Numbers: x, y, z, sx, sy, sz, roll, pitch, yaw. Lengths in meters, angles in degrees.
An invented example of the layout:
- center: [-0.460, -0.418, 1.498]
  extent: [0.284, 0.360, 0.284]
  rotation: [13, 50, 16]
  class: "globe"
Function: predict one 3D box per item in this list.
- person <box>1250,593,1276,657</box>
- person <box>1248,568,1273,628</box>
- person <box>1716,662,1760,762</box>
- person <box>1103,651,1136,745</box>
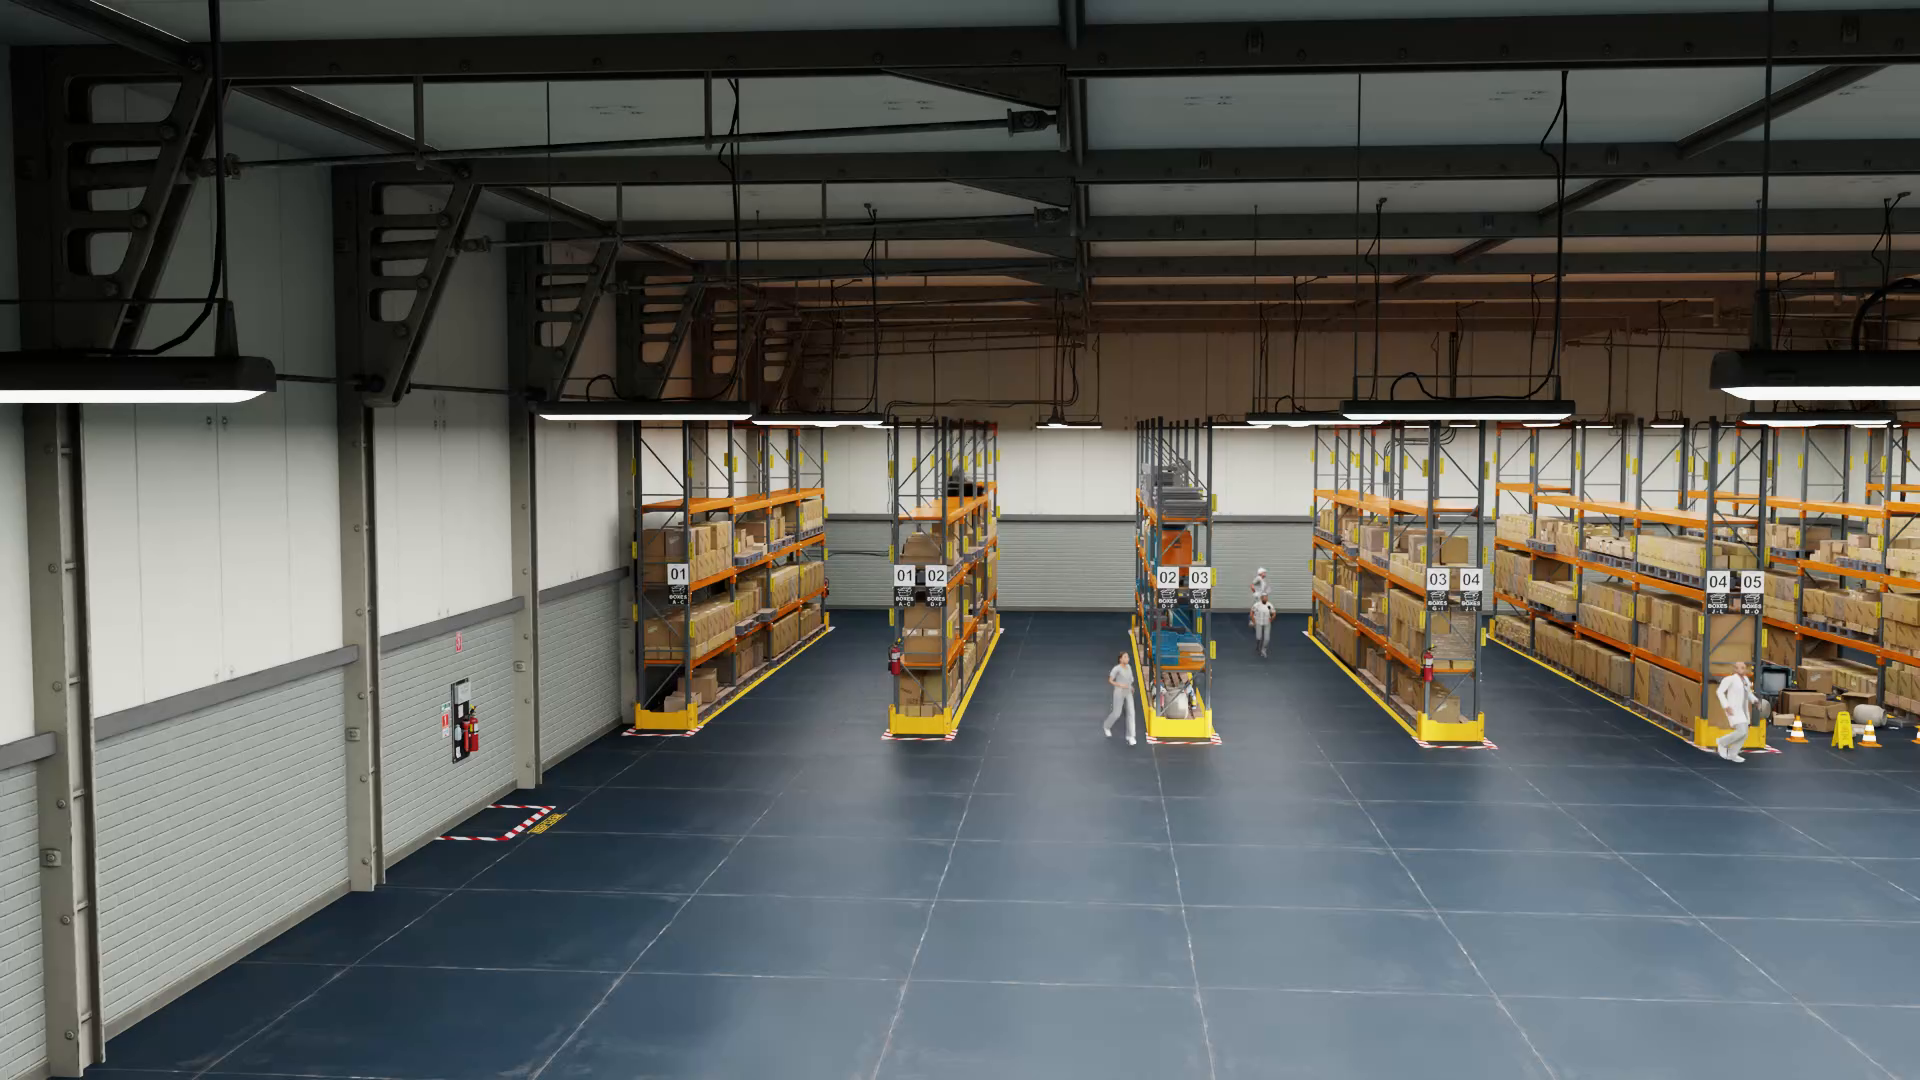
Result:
- center: [7.721, 2.155, 42.305]
  extent: [0.657, 1.627, 0.531]
  rotation: [0, 4, 4]
  class: "person"
- center: [8.736, 1.681, 48.287]
  extent: [0.686, 1.736, 0.650]
  rotation: [1, 4, 15]
  class: "person"
- center: [13.503, 2.973, 28.848]
  extent: [0.730, 1.745, 0.632]
  rotation: [-2, 4, -30]
  class: "person"
- center: [2.996, 2.875, 30.644]
  extent: [0.601, 1.673, 0.970]
  rotation: [-2, 4, -30]
  class: "person"
